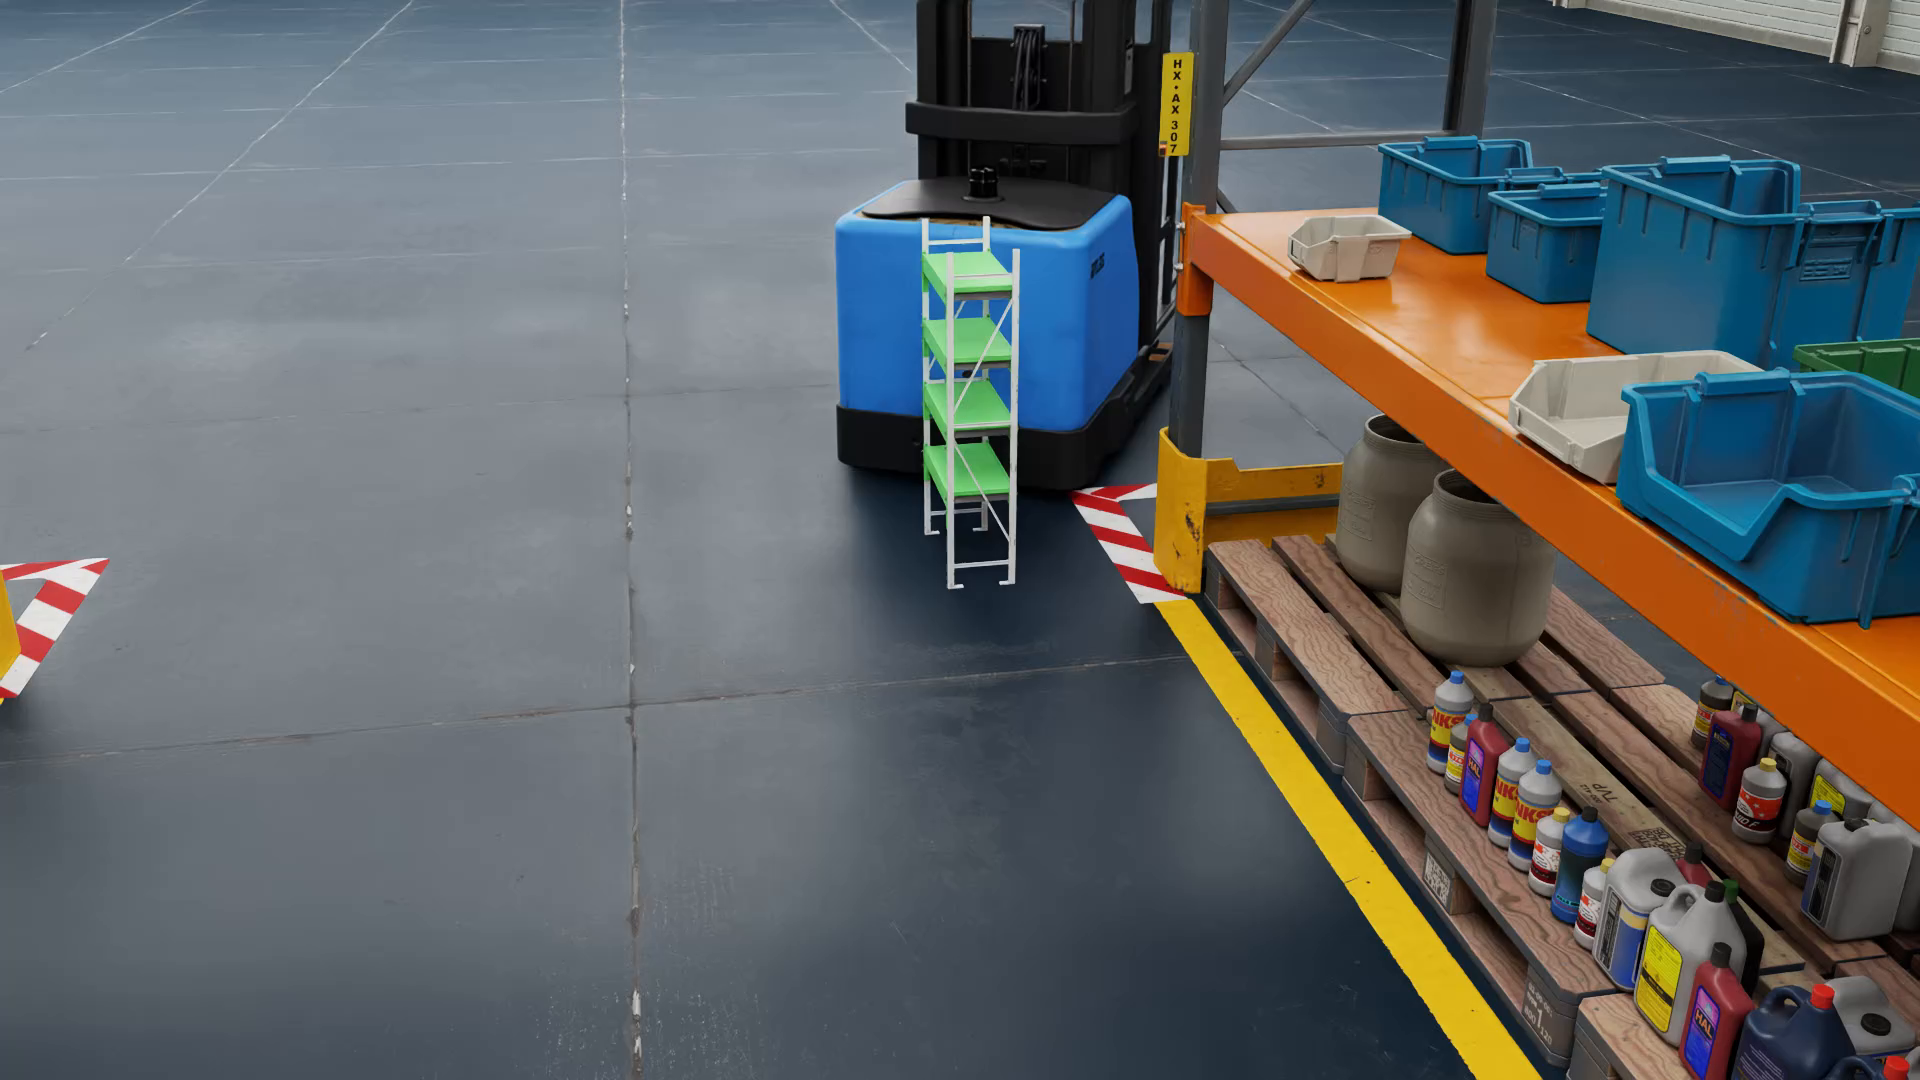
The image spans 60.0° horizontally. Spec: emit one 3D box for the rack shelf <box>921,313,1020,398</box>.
[{"bbox_3d":[0.031,-0.646,5.790,0.258,0.148,0.480,-4,24,-10],"label":"rack shelf"}]

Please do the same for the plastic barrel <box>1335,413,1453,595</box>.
[{"bbox_3d":[1.437,-0.119,5.359,0.421,0.512,0.421,0,24,0],"label":"plastic barrel"}]

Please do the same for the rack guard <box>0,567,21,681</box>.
[{"bbox_3d":[-3.613,0.222,5.118,1.175,0.500,0.348,-4,24,-10],"label":"rack guard"}]

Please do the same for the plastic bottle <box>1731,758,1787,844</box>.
[{"bbox_3d":[1.937,0.623,4.023,0.097,0.201,0.097,0,24,0],"label":"plastic bottle"}]

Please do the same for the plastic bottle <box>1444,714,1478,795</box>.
[{"bbox_3d":[1.289,0.537,4.218,0.097,0.201,0.097,0,24,0],"label":"plastic bottle"}]

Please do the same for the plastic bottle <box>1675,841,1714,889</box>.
[{"bbox_3d":[1.561,0.789,3.539,0.061,0.283,0.133,-4,24,-10],"label":"plastic bottle"}]

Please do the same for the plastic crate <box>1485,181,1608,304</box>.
[{"bbox_3d":[1.742,-0.822,4.569,0.499,0.251,0.408,-4,24,-10],"label":"plastic crate"}]

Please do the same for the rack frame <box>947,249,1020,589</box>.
[{"bbox_3d":[0.076,-0.389,5.641,0.240,1.200,0.015,-4,24,-10],"label":"rack frame"}]

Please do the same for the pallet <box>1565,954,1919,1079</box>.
[{"bbox_3d":[1.897,1.264,3.093,1.003,0.211,1.213,-4,24,-10],"label":"pallet"}]

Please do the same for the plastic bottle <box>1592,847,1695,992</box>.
[{"bbox_3d":[1.456,0.801,3.522,0.152,0.276,0.135,-4,24,-9],"label":"plastic bottle"}]

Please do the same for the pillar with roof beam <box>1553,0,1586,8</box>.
[{"bbox_3d":[4.397,-11.353,21.001,9.100,9.000,0.400,-4,24,-10],"label":"pillar with roof beam"}]

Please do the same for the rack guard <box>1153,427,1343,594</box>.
[{"bbox_3d":[1.301,-0.148,5.965,1.175,0.500,0.348,-4,24,-10],"label":"rack guard"}]

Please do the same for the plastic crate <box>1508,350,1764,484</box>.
[{"bbox_3d":[1.431,-0.246,3.395,0.530,0.136,0.437,-4,24,-10],"label":"plastic crate"}]

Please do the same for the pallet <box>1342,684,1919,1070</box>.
[{"bbox_3d":[1.668,0.783,4.194,1.003,0.211,1.213,-4,24,-10],"label":"pallet"}]

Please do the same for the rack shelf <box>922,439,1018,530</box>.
[{"bbox_3d":[0.031,-0.206,5.982,0.258,0.148,0.480,-4,24,-10],"label":"rack shelf"}]

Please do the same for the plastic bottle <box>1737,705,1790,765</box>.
[{"bbox_3d":[2.031,0.517,4.171,0.152,0.276,0.135,-4,24,-9],"label":"plastic bottle"}]

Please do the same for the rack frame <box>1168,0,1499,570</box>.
[{"bbox_3d":[1.240,-1.320,5.525,1.000,3.000,0.127,-4,24,-10],"label":"rack frame"}]

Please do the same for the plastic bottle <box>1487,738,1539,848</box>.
[{"bbox_3d":[1.333,0.599,3.989,0.097,0.271,0.097,0,24,0],"label":"plastic bottle"}]

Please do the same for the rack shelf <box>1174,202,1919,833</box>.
[{"bbox_3d":[1.610,-0.204,3.868,1.077,0.370,4.000,-4,24,-10],"label":"rack shelf"}]

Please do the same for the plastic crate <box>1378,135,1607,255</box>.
[{"bbox_3d":[1.627,-1.077,5.155,0.499,0.251,0.616,-4,24,-10],"label":"plastic crate"}]

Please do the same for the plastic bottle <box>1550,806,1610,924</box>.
[{"bbox_3d":[1.389,0.718,3.716,0.097,0.271,0.097,0,24,0],"label":"plastic bottle"}]

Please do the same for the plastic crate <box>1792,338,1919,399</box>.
[{"bbox_3d":[2.006,-0.205,3.236,0.450,0.188,0.662,-4,24,-10],"label":"plastic crate"}]

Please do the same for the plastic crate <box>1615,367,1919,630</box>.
[{"bbox_3d":[1.509,-0.094,2.903,0.499,0.251,0.616,-4,24,-10],"label":"plastic crate"}]

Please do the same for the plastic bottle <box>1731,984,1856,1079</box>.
[{"bbox_3d":[1.542,0.958,3.069,0.144,0.351,0.185,-6,24,-12],"label":"plastic bottle"}]

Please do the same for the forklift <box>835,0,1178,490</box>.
[{"bbox_3d":[0.434,-2.103,7.403,1.130,2.935,3.031,7,25,16],"label":"forklift"}]

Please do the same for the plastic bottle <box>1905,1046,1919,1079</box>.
[{"bbox_3d":[1.719,1.023,2.921,0.144,0.351,0.185,-4,24,-10],"label":"plastic bottle"}]

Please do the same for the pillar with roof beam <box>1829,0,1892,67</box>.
[{"bbox_3d":[5.506,-8.993,15.597,9.100,9.000,0.400,-4,24,-10],"label":"pillar with roof beam"}]

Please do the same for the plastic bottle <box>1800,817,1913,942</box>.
[{"bbox_3d":[1.984,0.731,3.682,0.152,0.276,0.135,-4,24,-10],"label":"plastic bottle"}]

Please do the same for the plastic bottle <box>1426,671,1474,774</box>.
[{"bbox_3d":[1.269,0.465,4.298,0.097,0.271,0.097,0,24,0],"label":"plastic bottle"}]

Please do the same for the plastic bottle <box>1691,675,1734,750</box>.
[{"bbox_3d":[2.011,0.450,4.418,0.097,0.201,0.097,0,24,0],"label":"plastic bottle"}]

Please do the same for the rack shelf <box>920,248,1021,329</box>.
[{"bbox_3d":[0.031,-0.866,5.694,0.258,0.148,0.480,-4,24,-10],"label":"rack shelf"}]

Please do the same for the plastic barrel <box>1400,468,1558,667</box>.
[{"bbox_3d":[1.530,0.078,4.908,0.421,0.512,0.421,0,24,0],"label":"plastic barrel"}]

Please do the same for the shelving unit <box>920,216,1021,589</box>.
[{"bbox_3d":[0.031,-0.485,5.861,0.258,1.200,0.503,-4,24,-10],"label":"shelving unit"}]

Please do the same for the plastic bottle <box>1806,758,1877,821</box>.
[{"bbox_3d":[2.091,0.603,3.883,0.144,0.351,0.185,-3,24,-8],"label":"plastic bottle"}]

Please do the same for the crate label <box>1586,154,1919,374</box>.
[{"bbox_3d":[1.847,-0.633,3.906,0.502,0.435,0.616,-4,24,-10],"label":"crate label"}]

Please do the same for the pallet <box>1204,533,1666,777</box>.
[{"bbox_3d":[1.446,0.304,5.290,1.003,0.211,1.213,-4,24,-10],"label":"pallet"}]

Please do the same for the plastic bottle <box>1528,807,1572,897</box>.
[{"bbox_3d":[1.370,0.710,3.824,0.097,0.201,0.097,0,24,0],"label":"plastic bottle"}]

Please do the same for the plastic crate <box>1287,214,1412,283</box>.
[{"bbox_3d":[1.090,-0.824,4.718,0.298,0.136,0.250,-4,24,-10],"label":"plastic crate"}]

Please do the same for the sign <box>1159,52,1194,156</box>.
[{"bbox_3d":[0.699,-1.408,5.381,0.100,0.325,0.005,-4,24,-10],"label":"sign"}]

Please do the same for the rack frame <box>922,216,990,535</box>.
[{"bbox_3d":[-0.015,-0.581,6.081,0.240,1.200,0.015,-4,24,-10],"label":"rack frame"}]

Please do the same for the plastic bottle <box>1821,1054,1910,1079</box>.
[{"bbox_3d":[1.578,1.033,2.896,0.144,0.351,0.185,-5,24,-11],"label":"plastic bottle"}]

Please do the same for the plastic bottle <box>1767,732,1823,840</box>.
[{"bbox_3d":[2.056,0.572,4.046,0.152,0.276,0.135,-5,24,-11],"label":"plastic bottle"}]

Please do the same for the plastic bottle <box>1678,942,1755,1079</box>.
[{"bbox_3d":[1.471,0.928,3.222,0.061,0.283,0.133,-3,24,-6],"label":"plastic bottle"}]

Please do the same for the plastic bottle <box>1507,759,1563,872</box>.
[{"bbox_3d":[1.351,0.639,3.899,0.097,0.271,0.097,0,24,0],"label":"plastic bottle"}]

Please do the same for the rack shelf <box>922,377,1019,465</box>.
[{"bbox_3d":[0.031,-0.426,5.886,0.258,0.148,0.480,-4,24,-10],"label":"rack shelf"}]

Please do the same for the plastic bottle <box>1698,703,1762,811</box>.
[{"bbox_3d":[1.926,0.522,4.151,0.061,0.283,0.133,-4,24,-10],"label":"plastic bottle"}]

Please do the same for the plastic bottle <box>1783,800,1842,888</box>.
[{"bbox_3d":[1.980,0.697,3.853,0.097,0.201,0.097,0,24,0],"label":"plastic bottle"}]

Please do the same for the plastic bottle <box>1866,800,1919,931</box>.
[{"bbox_3d":[2.125,0.676,3.715,0.144,0.351,0.185,-4,24,-10],"label":"plastic bottle"}]

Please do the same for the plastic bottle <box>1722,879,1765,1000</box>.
[{"bbox_3d":[1.579,0.844,3.414,0.061,0.283,0.133,-4,24,-10],"label":"plastic bottle"}]

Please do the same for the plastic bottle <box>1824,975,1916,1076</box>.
[{"bbox_3d":[1.683,0.971,3.132,0.152,0.276,0.135,-4,24,-10],"label":"plastic bottle"}]

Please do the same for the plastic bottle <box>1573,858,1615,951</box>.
[{"bbox_3d":[1.408,0.791,3.638,0.097,0.201,0.097,0,24,0],"label":"plastic bottle"}]

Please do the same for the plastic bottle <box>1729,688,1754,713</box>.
[{"bbox_3d":[2.050,0.457,4.299,0.061,0.283,0.133,-4,24,-8],"label":"plastic bottle"}]

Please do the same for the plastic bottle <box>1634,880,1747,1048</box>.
[{"bbox_3d":[1.483,0.831,3.360,0.144,0.351,0.185,-4,24,-10],"label":"plastic bottle"}]

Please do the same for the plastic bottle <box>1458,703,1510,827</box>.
[{"bbox_3d":[1.293,0.550,4.088,0.061,0.283,0.133,-4,24,-9],"label":"plastic bottle"}]
